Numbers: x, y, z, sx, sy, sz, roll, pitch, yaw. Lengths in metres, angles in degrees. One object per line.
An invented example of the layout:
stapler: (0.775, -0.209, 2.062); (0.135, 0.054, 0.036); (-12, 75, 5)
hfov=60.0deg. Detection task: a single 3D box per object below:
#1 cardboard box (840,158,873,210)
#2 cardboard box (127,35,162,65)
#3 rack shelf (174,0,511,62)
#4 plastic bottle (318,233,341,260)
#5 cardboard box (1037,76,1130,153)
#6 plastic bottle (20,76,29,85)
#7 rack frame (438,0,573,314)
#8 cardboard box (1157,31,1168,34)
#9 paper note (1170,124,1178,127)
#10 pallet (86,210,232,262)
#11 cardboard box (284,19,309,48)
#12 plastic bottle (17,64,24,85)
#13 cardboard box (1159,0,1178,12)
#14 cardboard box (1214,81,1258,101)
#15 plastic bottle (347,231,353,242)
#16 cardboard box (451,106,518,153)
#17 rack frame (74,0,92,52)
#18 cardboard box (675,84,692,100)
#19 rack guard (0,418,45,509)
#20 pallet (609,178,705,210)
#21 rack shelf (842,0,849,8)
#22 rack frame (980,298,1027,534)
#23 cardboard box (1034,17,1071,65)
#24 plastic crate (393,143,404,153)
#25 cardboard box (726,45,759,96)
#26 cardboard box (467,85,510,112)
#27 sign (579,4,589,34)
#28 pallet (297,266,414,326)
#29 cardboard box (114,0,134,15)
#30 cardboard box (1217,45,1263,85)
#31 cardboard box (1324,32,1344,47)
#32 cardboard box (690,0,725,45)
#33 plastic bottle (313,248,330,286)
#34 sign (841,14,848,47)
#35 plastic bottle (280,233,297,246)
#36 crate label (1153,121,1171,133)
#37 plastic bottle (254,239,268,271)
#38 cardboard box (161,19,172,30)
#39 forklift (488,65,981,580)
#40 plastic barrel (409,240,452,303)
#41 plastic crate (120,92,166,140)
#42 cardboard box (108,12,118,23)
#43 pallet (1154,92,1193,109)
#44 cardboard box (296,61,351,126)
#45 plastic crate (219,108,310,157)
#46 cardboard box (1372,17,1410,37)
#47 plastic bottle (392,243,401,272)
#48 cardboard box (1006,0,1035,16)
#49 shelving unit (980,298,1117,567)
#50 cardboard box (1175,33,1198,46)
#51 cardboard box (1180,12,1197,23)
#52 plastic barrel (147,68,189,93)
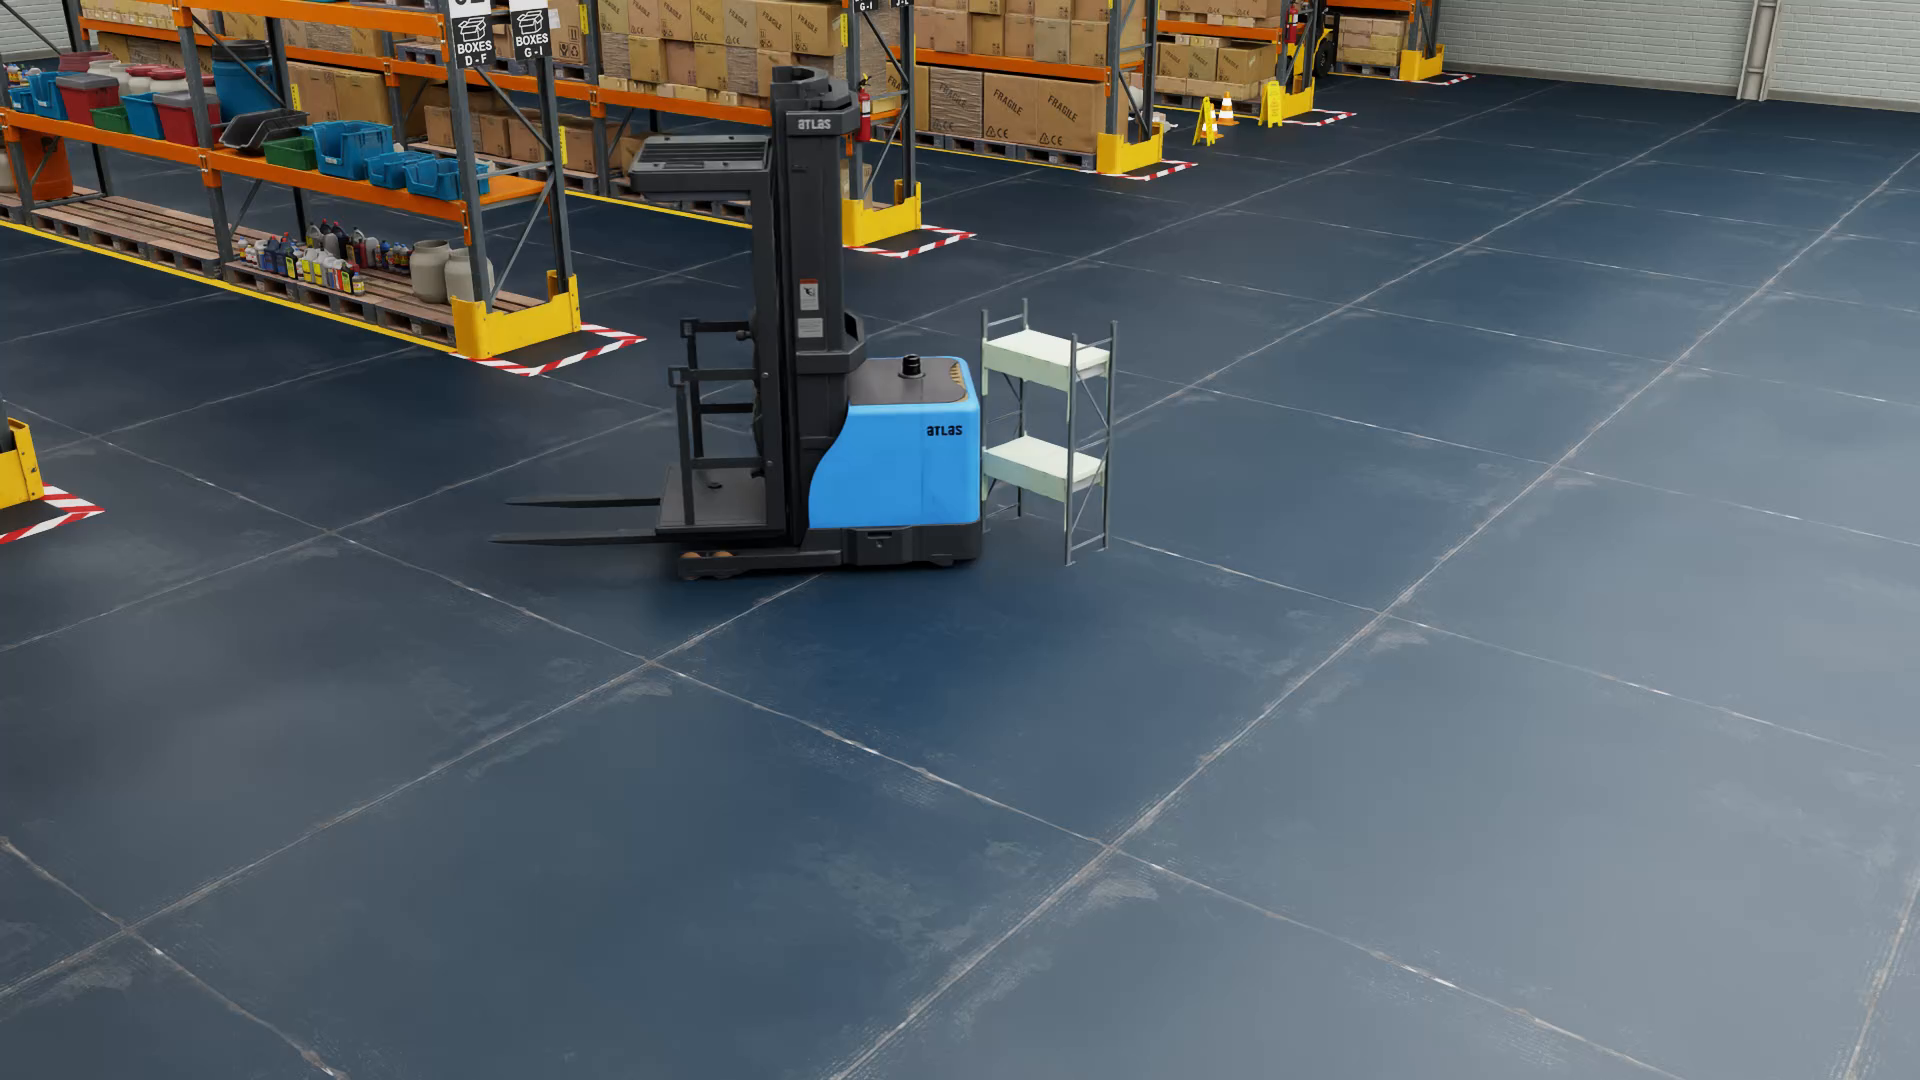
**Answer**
cardboard box: (-1.329, -3.940, 18.550); (0.500, 0.500, 0.500); (-20, 31, -38)
cardboard box: (-12.354, -7.475, 26.109); (0.875, 0.875, 0.875); (17, 29, 33)
rack shelf: (-5.410, -4.664, 14.787); (4.000, 0.370, 1.077); (17, 29, 33)
plastic bottle: (-6.238, -2.896, 16.435); (0.135, 0.276, 0.152); (17, 29, 33)
cardboard box: (1.634, -5.673, 22.020); (0.875, 0.875, 0.875); (17, 29, 34)
plastic bottle: (-10.794, -5.257, 19.206); (0.097, 0.201, 0.097); (0, 24, 0)
rack frame: (-3.810, -3.137, 14.149); (0.127, 3.000, 1.000); (17, 29, 33)
cardboard box: (3.837, -9.920, 31.969); (0.625, 0.625, 0.875); (16, 29, 33)
paper note: (3.154, -6.160, 24.693); (0.142, 0.019, 0.148); (7, 25, 15)
pallet: (-8.643, -3.300, 17.978); (1.213, 0.211, 1.003); (17, 29, 33)
cardboard box: (-9.004, -7.125, 23.076); (0.500, 0.500, 0.500); (17, 29, 34)
plastic bottle: (-10.999, -5.442, 19.525); (0.133, 0.283, 0.061); (17, 29, 33)
cardboard box: (3.314, -8.530, 25.896); (0.500, 0.500, 0.500); (17, 29, 34)
cardboard box: (4.277, -6.981, 25.762); (0.500, 0.250, 0.500); (17, 29, 33)
plastic bottle: (-6.014, -2.927, 16.497); (0.133, 0.283, 0.061); (19, 30, 37)
cardboard box: (-6.241, -5.441, 21.934); (0.500, 0.500, 0.700); (14, 27, 29)
rack frame: (-13.643, -8.604, 26.557); (0.127, 3.000, 1.000); (17, 29, 33)
cardboard box: (-3.034, -5.144, 19.016); (0.250, 0.149, 0.380); (17, 29, 33)
rack guard: (-6.765, -0.390, 11.015); (0.348, 0.500, 1.175); (17, 29, 33)
pallet: (-3.482, -4.275, 20.191); (1.213, 0.211, 1.003); (17, 29, 33)
rack shelf: (-2.440, -6.262, 18.414); (4.000, 0.370, 1.077); (17, 29, 33)
rack frame: (0.277, -0.783, 10.667); (0.023, 1.500, 0.400); (22, 32, 40)
cardboard box: (1.439, -6.580, 21.779); (0.550, 0.550, 0.875); (17, 29, 33)
plastic crate: (-5.560, -3.672, 15.692); (0.437, 0.136, 0.530); (17, 29, 33)
cardboard box: (-2.109, -5.276, 18.510); (0.500, 0.500, 0.875); (17, 29, 33)
cardboard box: (-6.256, -5.793, 21.801); (0.500, 0.250, 0.500); (21, 31, 39)
sign: (-4.370, -6.052, 19.330); (0.005, 0.325, 0.100); (17, 29, 33)
pallet: (-5.518, -2.357, 15.838); (1.213, 0.211, 1.003); (17, 29, 33)
cardboard box: (-12.601, -8.222, 25.508); (0.500, 0.250, 0.500); (16, 28, 32)
cardboard box: (4.306, -7.319, 25.600); (0.500, 0.500, 0.500); (17, 29, 34)
cardboard box: (6.680, -8.957, 29.628); (0.500, 0.250, 0.500); (16, 28, 32)
cardboard box: (-2.625, -5.792, 18.442); (0.500, 0.500, 0.500); (17, 29, 33)
plastic bottle: (-5.974, -2.571, 15.604); (0.185, 0.351, 0.144); (18, 30, 35)
sign: (-1.188, -5.235, 17.083); (0.005, 0.325, 0.100); (17, 29, 33)
plastic bottle: (-6.527, -2.811, 16.149); (0.185, 0.351, 0.144); (17, 29, 33)
crate label: (2.926, -6.040, 24.288); (0.298, 0.136, 0.250); (3, 24, 6)
plastic bottle: (-6.744, -2.771, 16.152); (0.135, 0.276, 0.152); (18, 30, 35)
cardboard box: (-11.706, -7.738, 24.905); (0.250, 0.149, 0.380); (17, 29, 34)
forklift: (-1.413, -1.318, 10.106); (3.031, 2.935, 1.130); (-2, 24, -4)
plastic barrel: (-4.784, -2.446, 15.146); (0.421, 0.512, 0.421); (0, 24, 0)
plastic crate: (-8.080, -4.263, 16.725); (0.575, 0.384, 0.392); (17, 29, 33)
cardboard box: (-12.936, -8.111, 25.749); (0.250, 0.149, 0.380); (16, 29, 33)
pallet: (3.442, -7.178, 26.778); (1.213, 0.211, 1.003); (17, 29, 33)
cardboard box: (-8.489, -6.281, 23.399); (0.875, 0.875, 1.225); (17, 29, 33)
plastic crate: (-6.668, -3.908, 15.977); (0.504, 0.338, 0.767); (17, 29, 33)
cardboard box: (7.522, -8.937, 28.962); (0.500, 0.250, 0.500); (18, 29, 35)
plastic bottle: (-5.428, -2.736, 16.077); (0.097, 0.271, 0.097); (0, 24, 0)
cardboard box: (1.080, -7.258, 21.978); (0.550, 0.550, 0.875); (17, 29, 33)
shelving unit: (0.538, -0.680, 10.432); (0.755, 1.500, 0.431); (22, 32, 40)
cardboard box: (3.563, -7.809, 25.908); (0.250, 0.149, 0.380); (18, 30, 35)
cardboard box: (3.611, -8.125, 25.783); (0.250, 0.149, 0.380); (16, 29, 33)
plastic barrel: (-8.232, -4.646, 17.405); (0.433, 0.535, 0.433); (0, 24, 0)
